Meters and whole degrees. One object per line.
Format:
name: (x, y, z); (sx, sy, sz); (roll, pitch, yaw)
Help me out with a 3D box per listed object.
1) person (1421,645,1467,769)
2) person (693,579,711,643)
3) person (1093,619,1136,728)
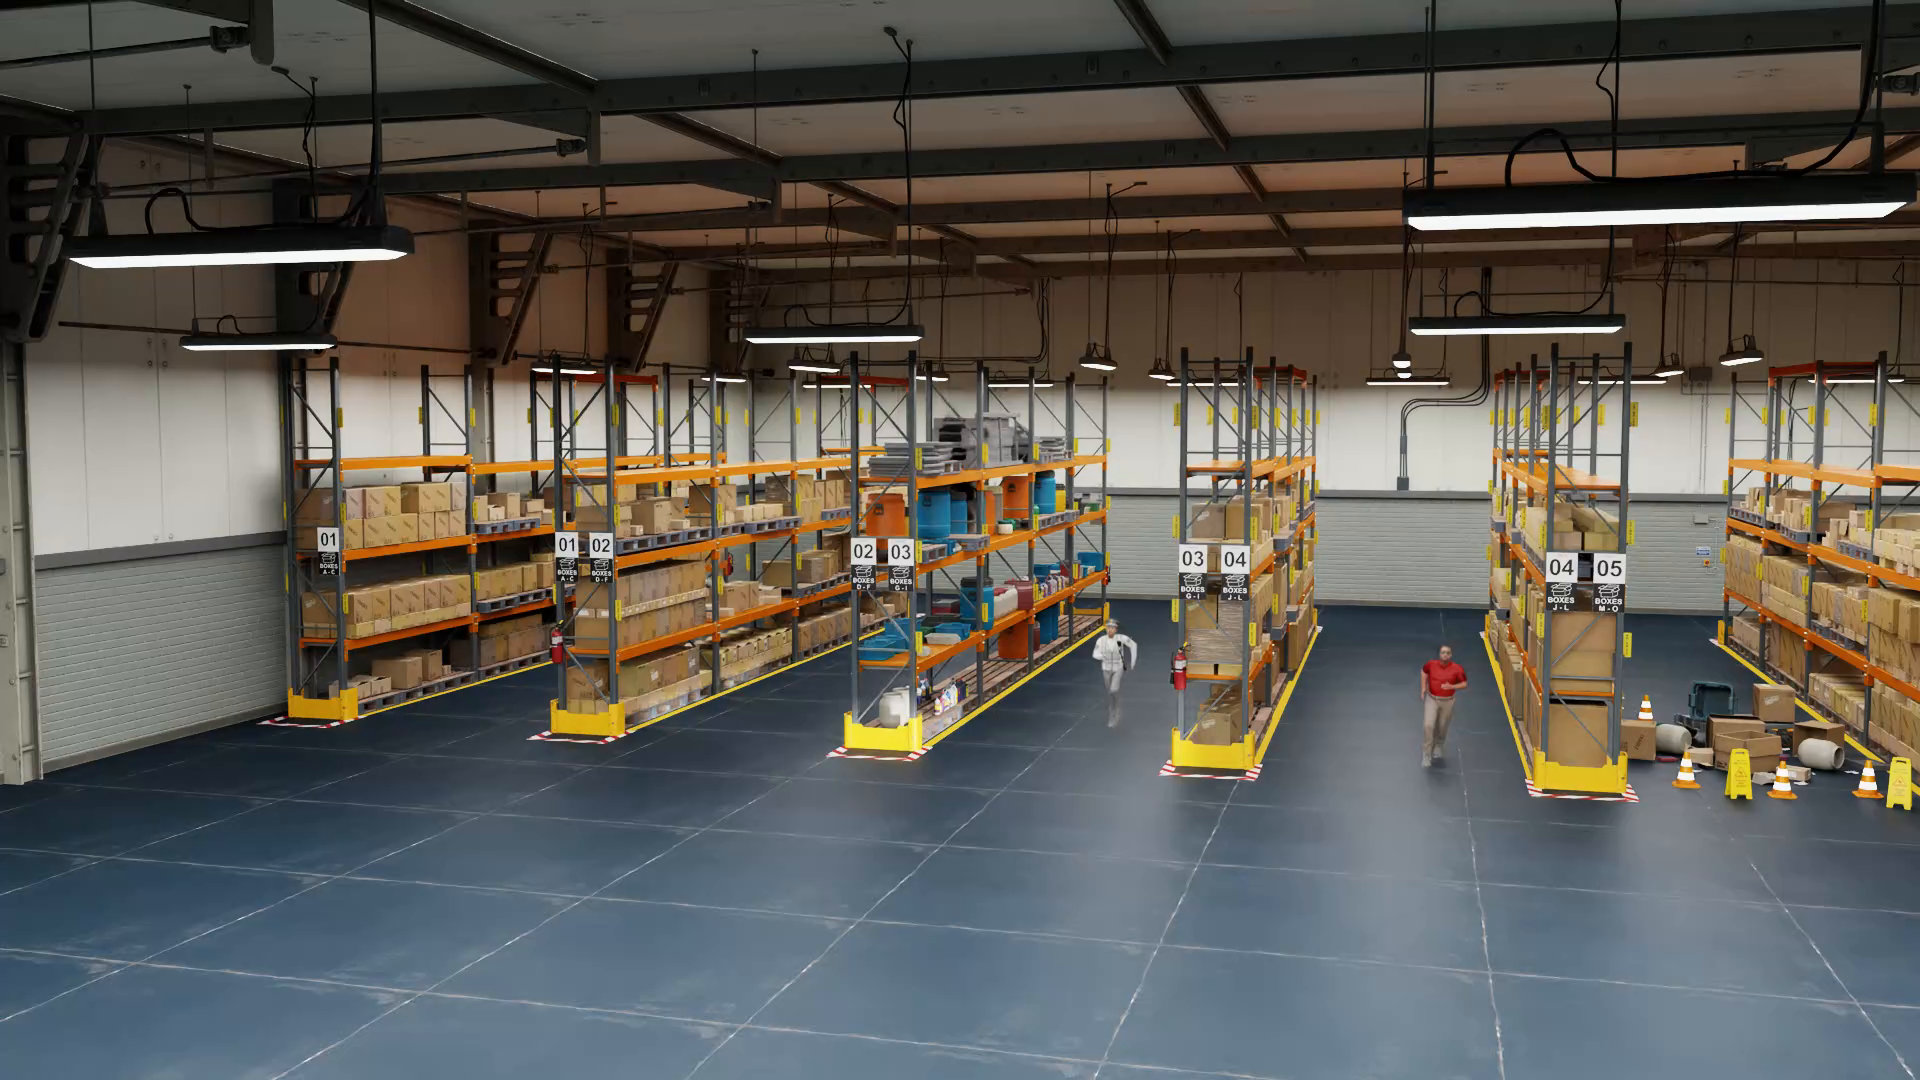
person: (6.979, 2.379, 24.034); (0.668, 1.745, 0.957); (2, 4, 20)
person: (-5.731, 1.464, 35.951); (0.624, 1.816, 0.893); (0, 4, 6)
person: (2.412, 2.059, 25.975); (0.639, 1.706, 0.804); (1, 4, 17)
